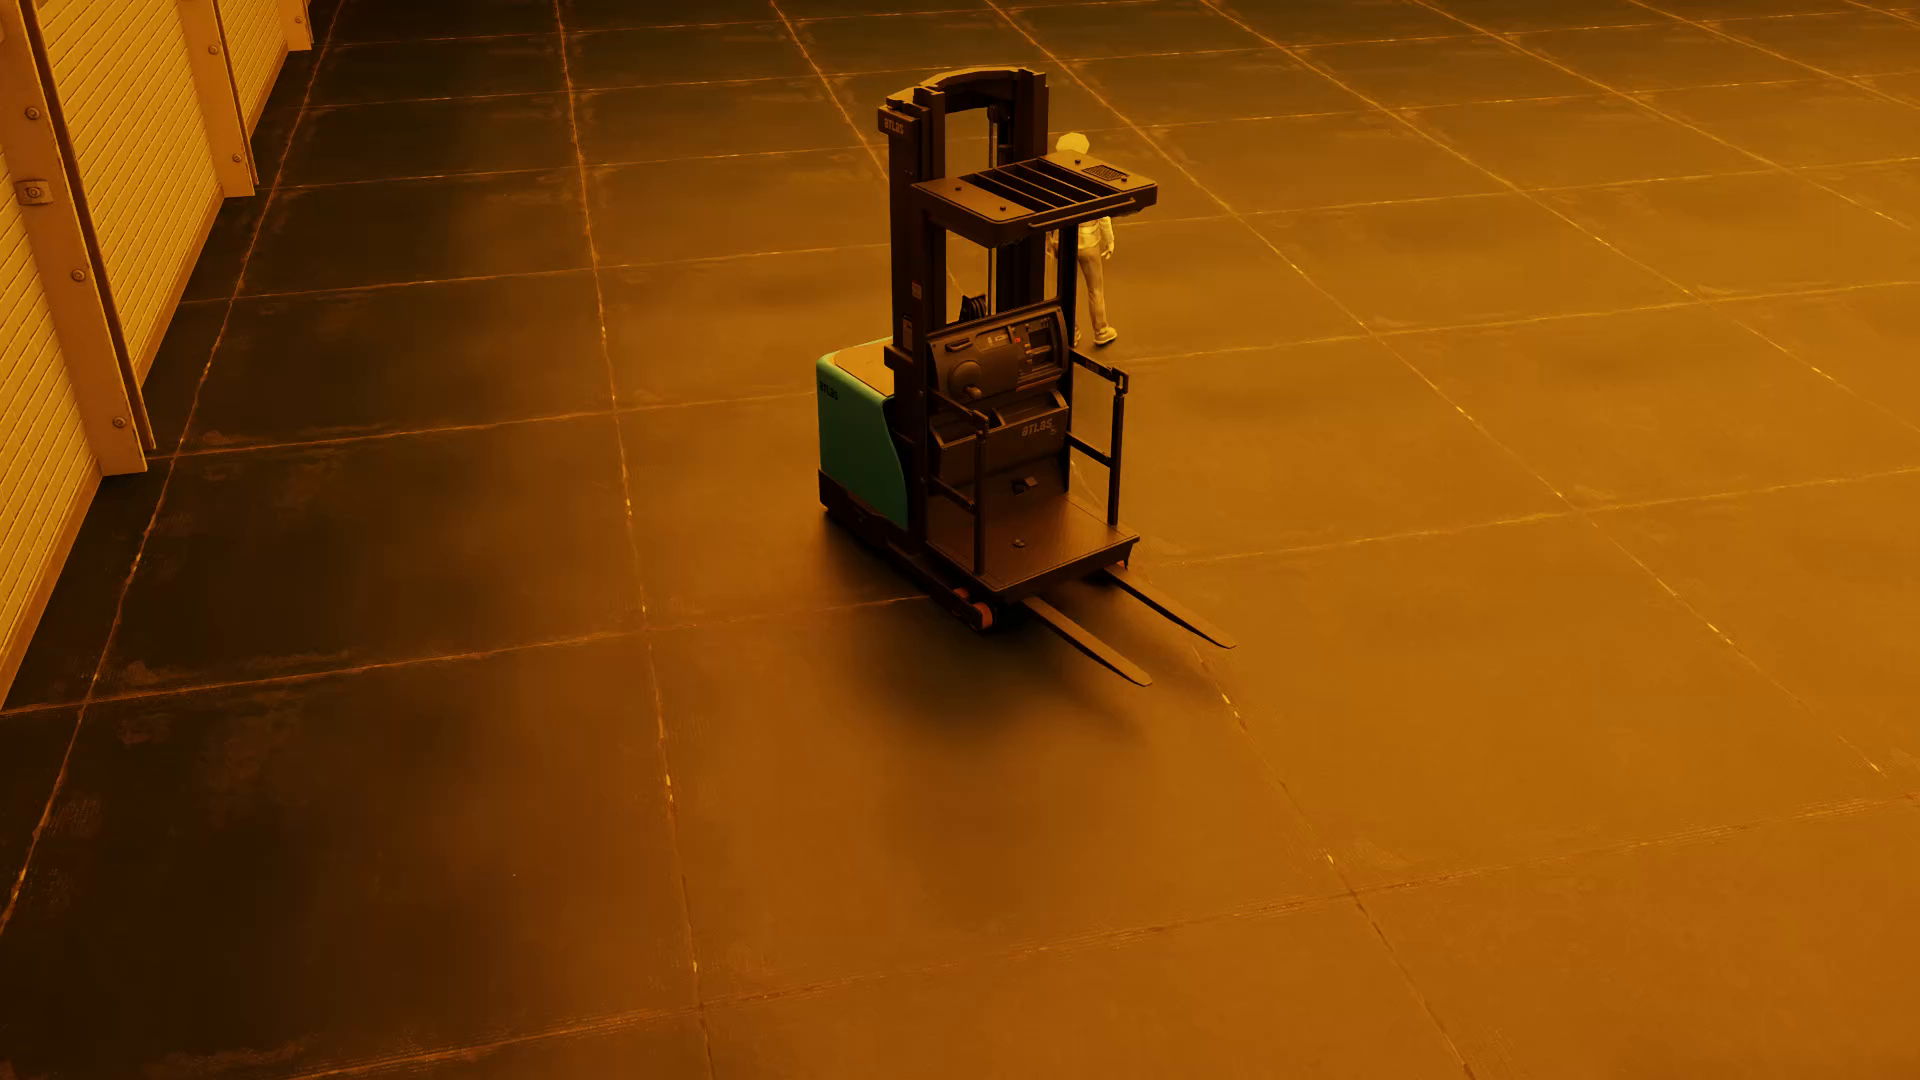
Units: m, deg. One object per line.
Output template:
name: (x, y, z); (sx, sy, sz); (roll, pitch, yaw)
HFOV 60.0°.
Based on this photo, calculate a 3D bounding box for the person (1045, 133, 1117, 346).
person: (0.913, -2.304, 12.775); (0.587, 1.694, 0.531); (9, 31, 15)

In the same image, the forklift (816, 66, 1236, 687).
forklift: (0.355, -1.021, 9.338); (1.130, 2.935, 3.031); (-20, 35, -30)
